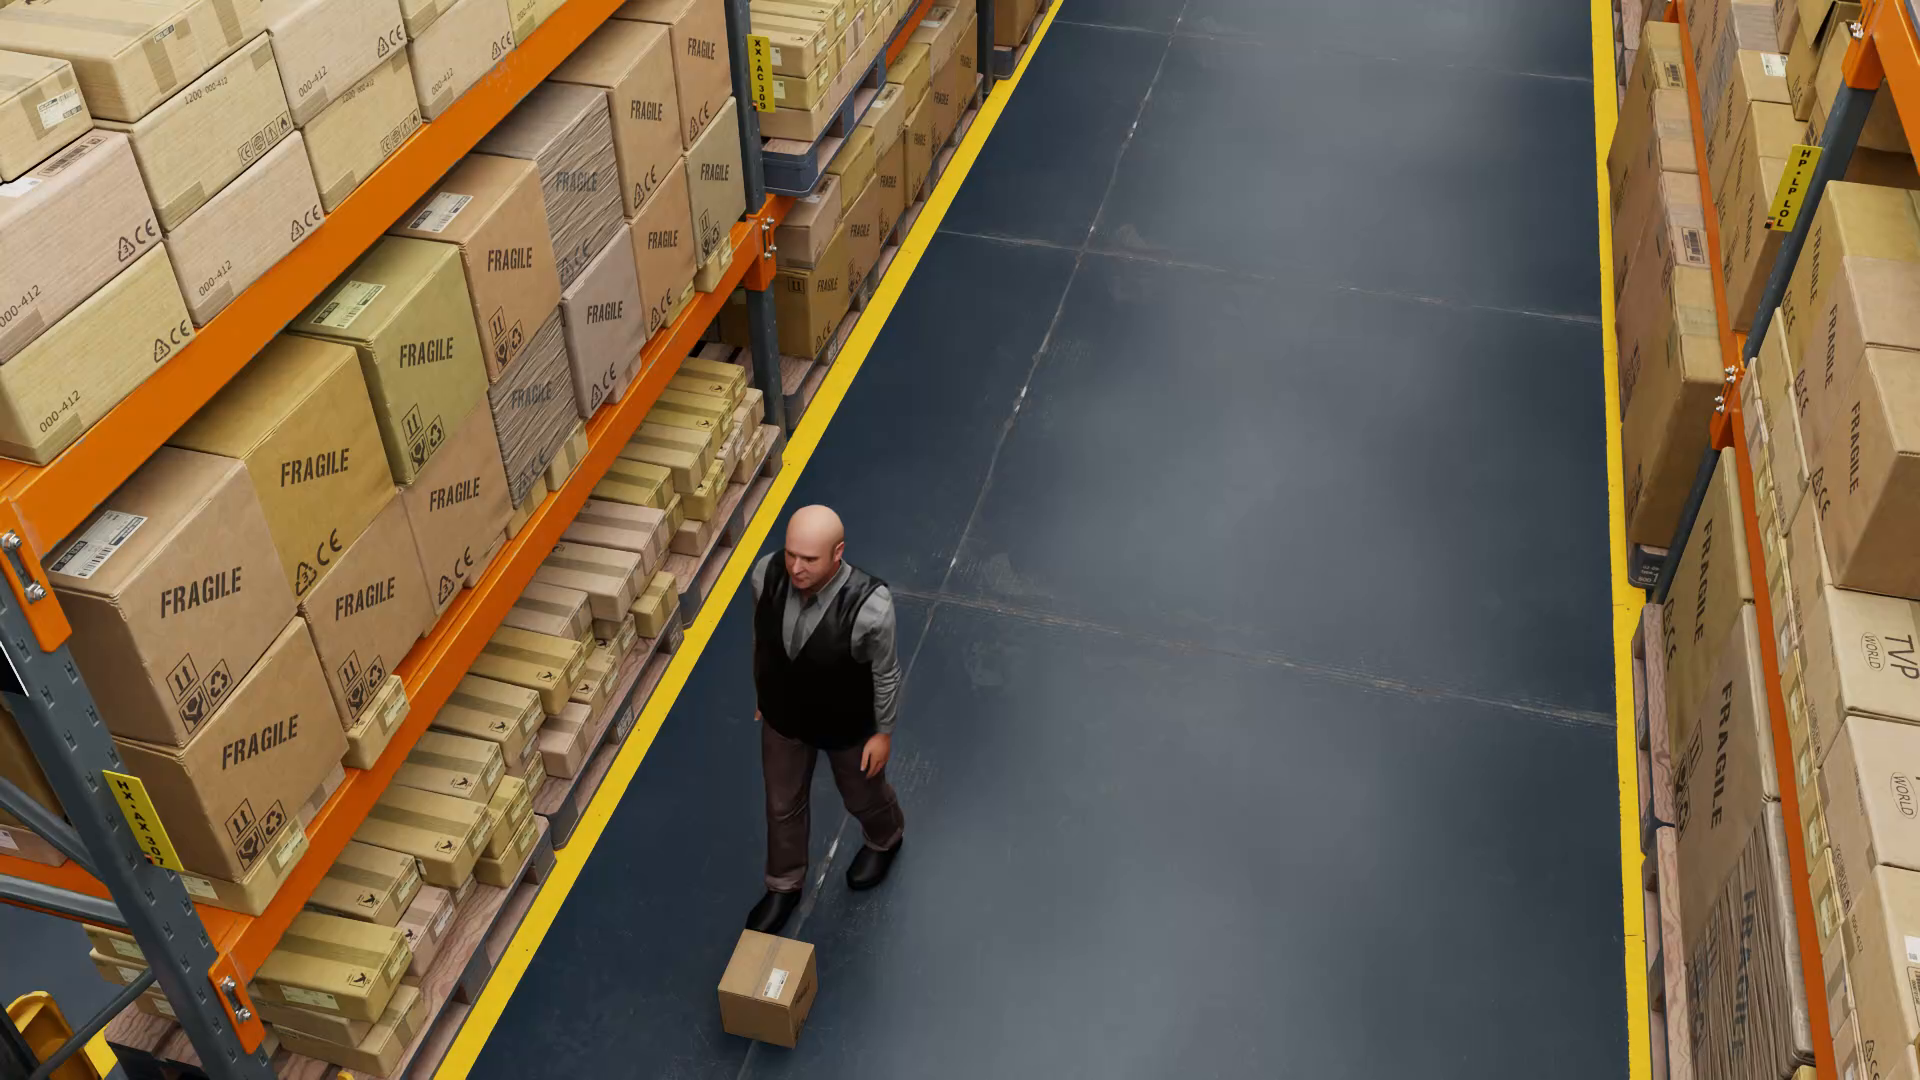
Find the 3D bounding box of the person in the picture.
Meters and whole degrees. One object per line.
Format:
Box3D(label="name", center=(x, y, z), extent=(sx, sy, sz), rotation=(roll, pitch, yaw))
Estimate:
Box3D(label="person", center=(-0.476, 0.611, 5.457), extent=(0.552, 1.723, 0.673), rotation=(16, 43, 18))
